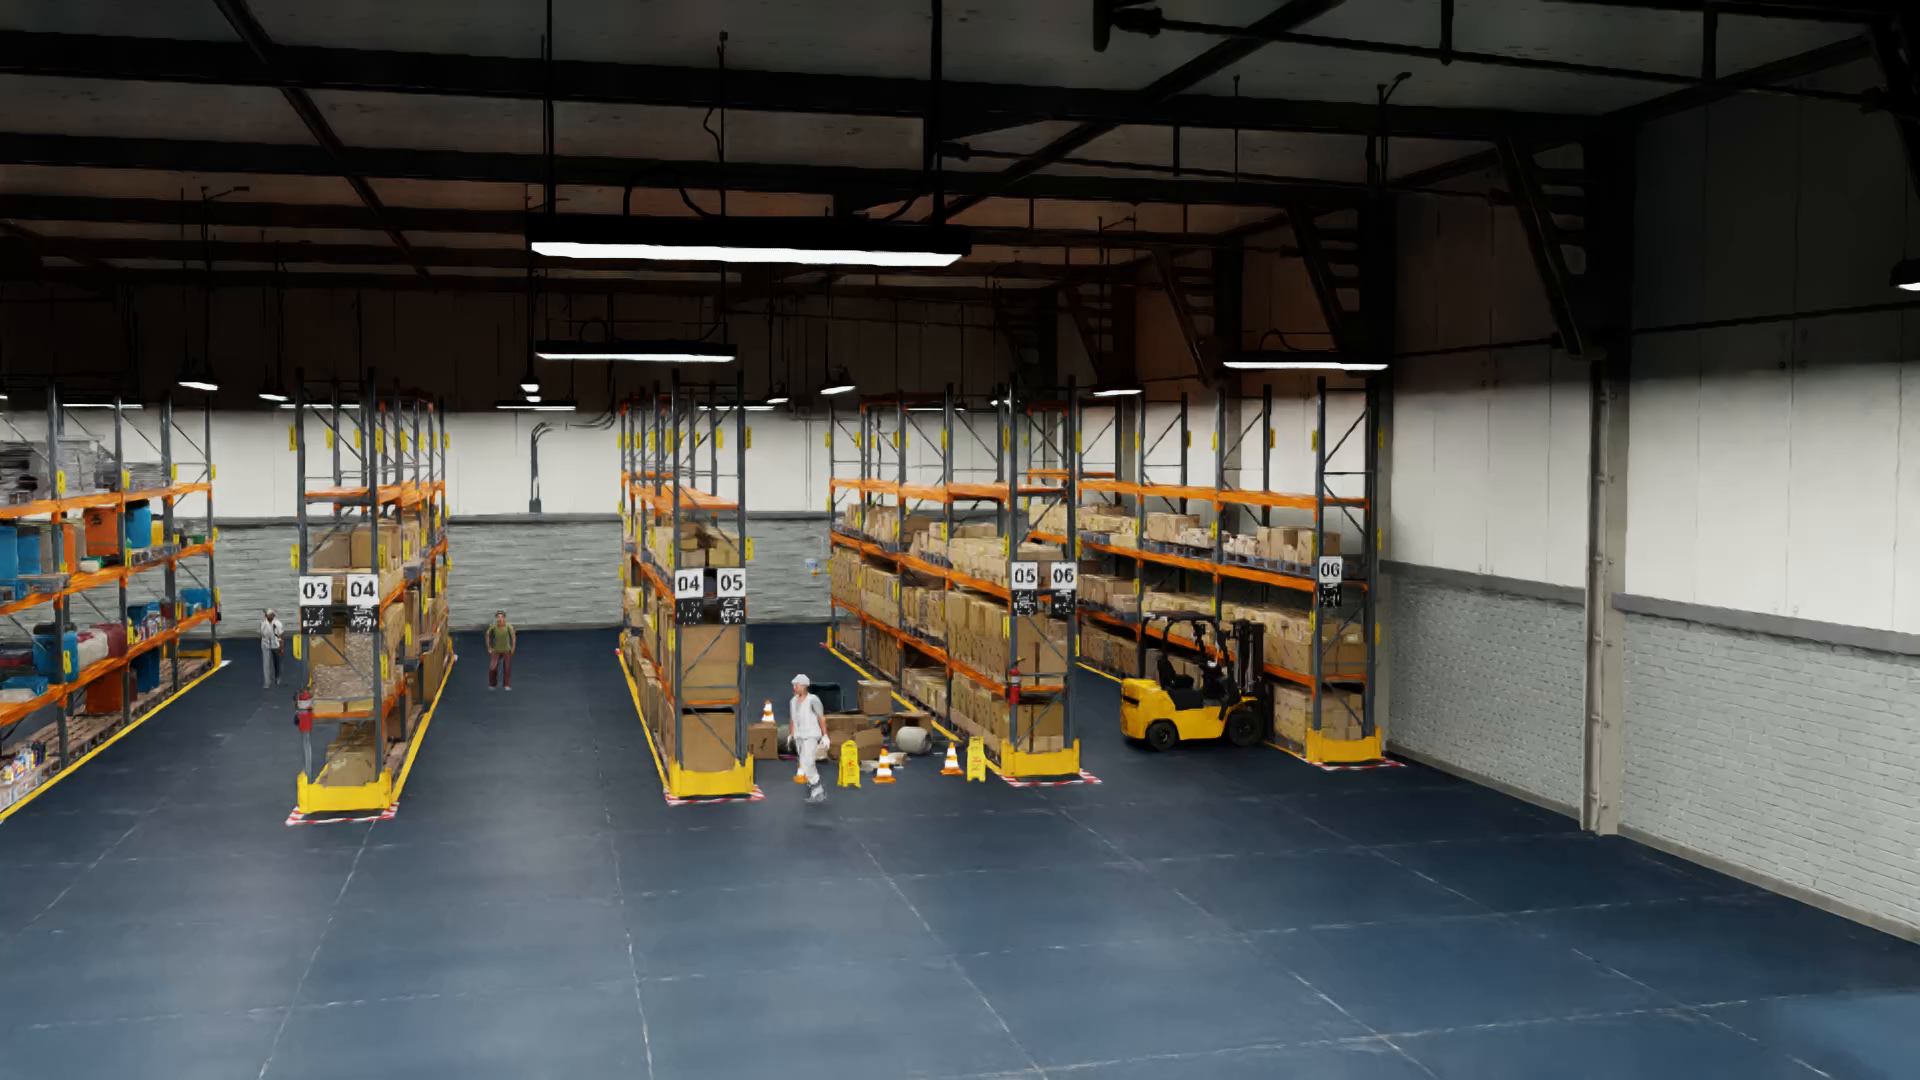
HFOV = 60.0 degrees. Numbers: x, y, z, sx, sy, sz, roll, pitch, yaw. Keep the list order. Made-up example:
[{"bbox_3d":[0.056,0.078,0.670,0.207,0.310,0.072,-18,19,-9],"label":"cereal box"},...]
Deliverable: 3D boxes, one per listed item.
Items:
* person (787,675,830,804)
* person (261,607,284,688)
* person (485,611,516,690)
[{"bbox_3d":[-2.103,2.736,22.866,0.634,1.776,0.474,3,5,42],"label":"person"},{"bbox_3d":[-13.976,2.165,33.818,0.463,1.625,0.998,-1,4,-15],"label":"person"},{"bbox_3d":[-9.203,2.221,33.337,0.598,1.600,0.507,-1,4,-16],"label":"person"}]
